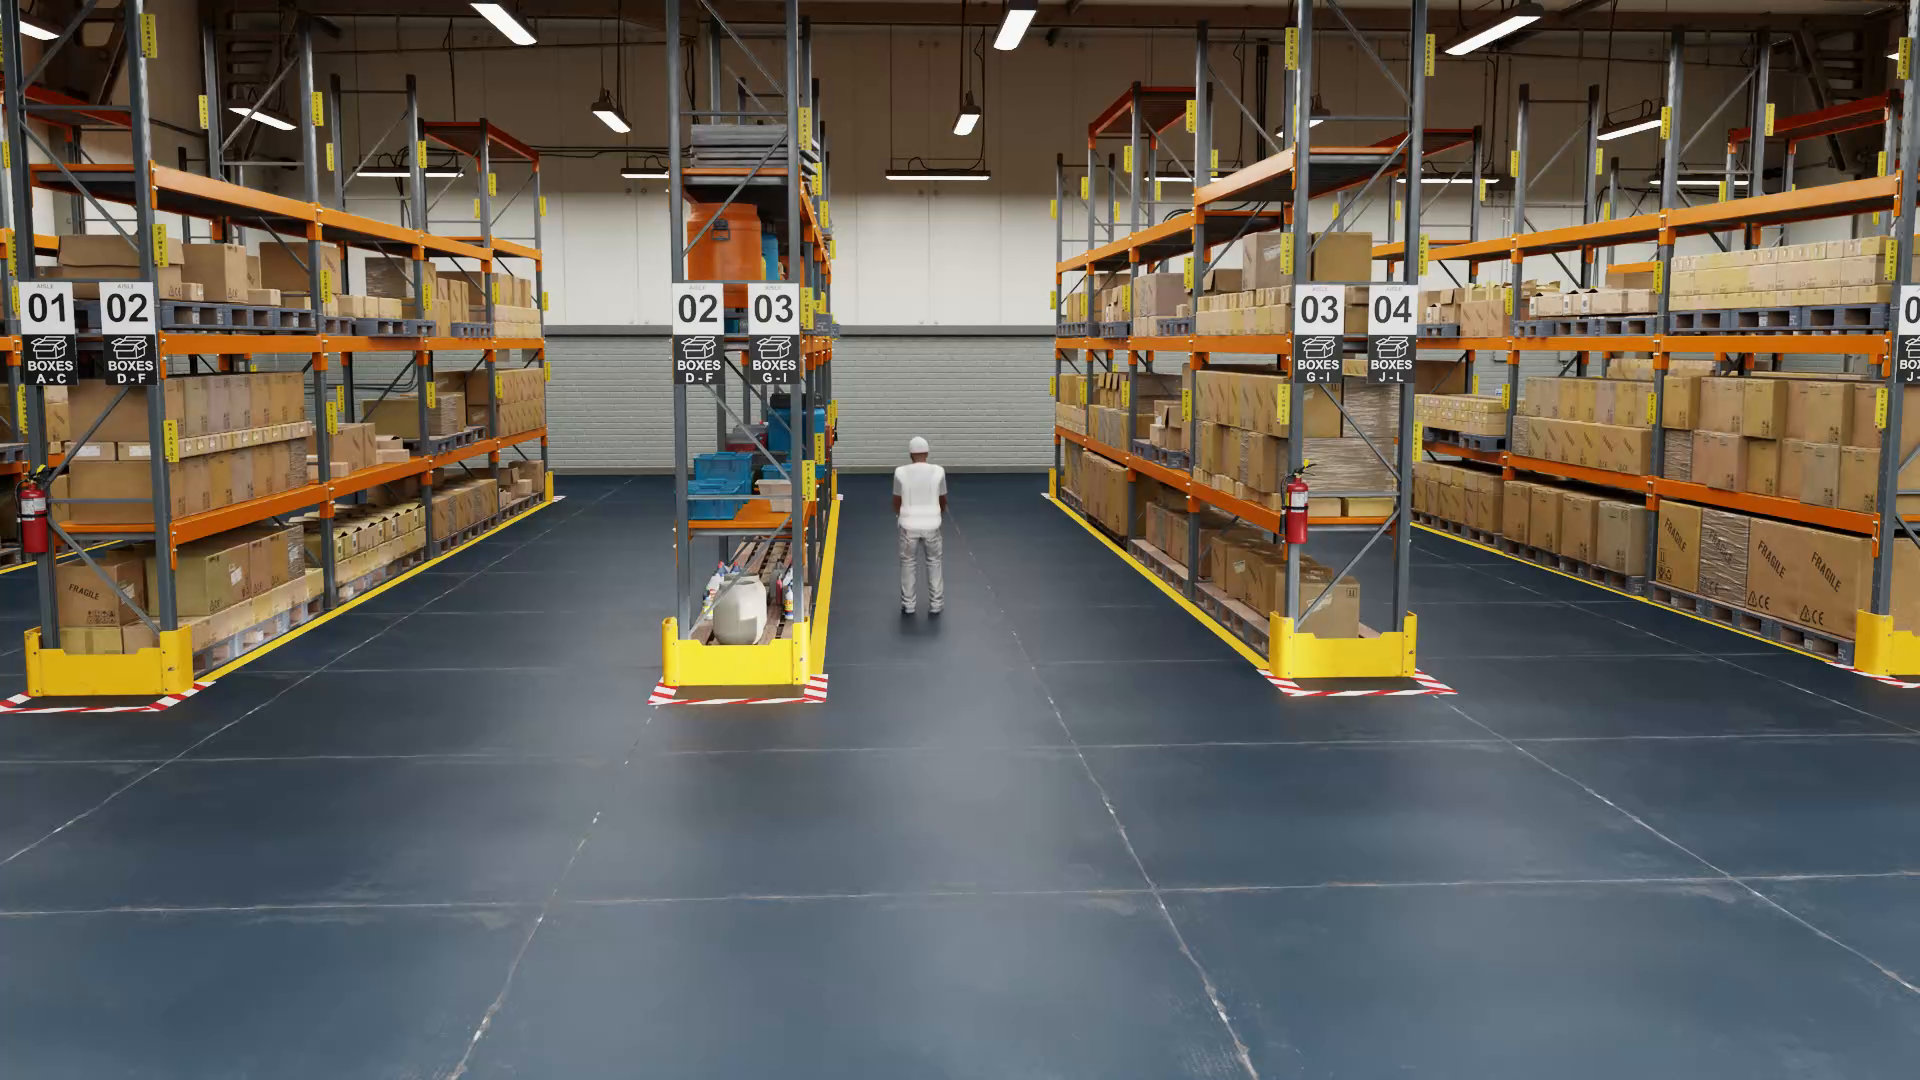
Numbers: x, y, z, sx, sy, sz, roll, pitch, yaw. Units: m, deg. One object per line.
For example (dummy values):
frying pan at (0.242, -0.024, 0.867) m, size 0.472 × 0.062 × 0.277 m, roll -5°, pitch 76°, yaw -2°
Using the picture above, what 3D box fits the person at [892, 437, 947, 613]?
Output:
person at (-0.412, -0.157, 16.967) m, size 0.558 × 1.786 × 0.456 m, roll -1°, pitch 7°, yaw -5°
